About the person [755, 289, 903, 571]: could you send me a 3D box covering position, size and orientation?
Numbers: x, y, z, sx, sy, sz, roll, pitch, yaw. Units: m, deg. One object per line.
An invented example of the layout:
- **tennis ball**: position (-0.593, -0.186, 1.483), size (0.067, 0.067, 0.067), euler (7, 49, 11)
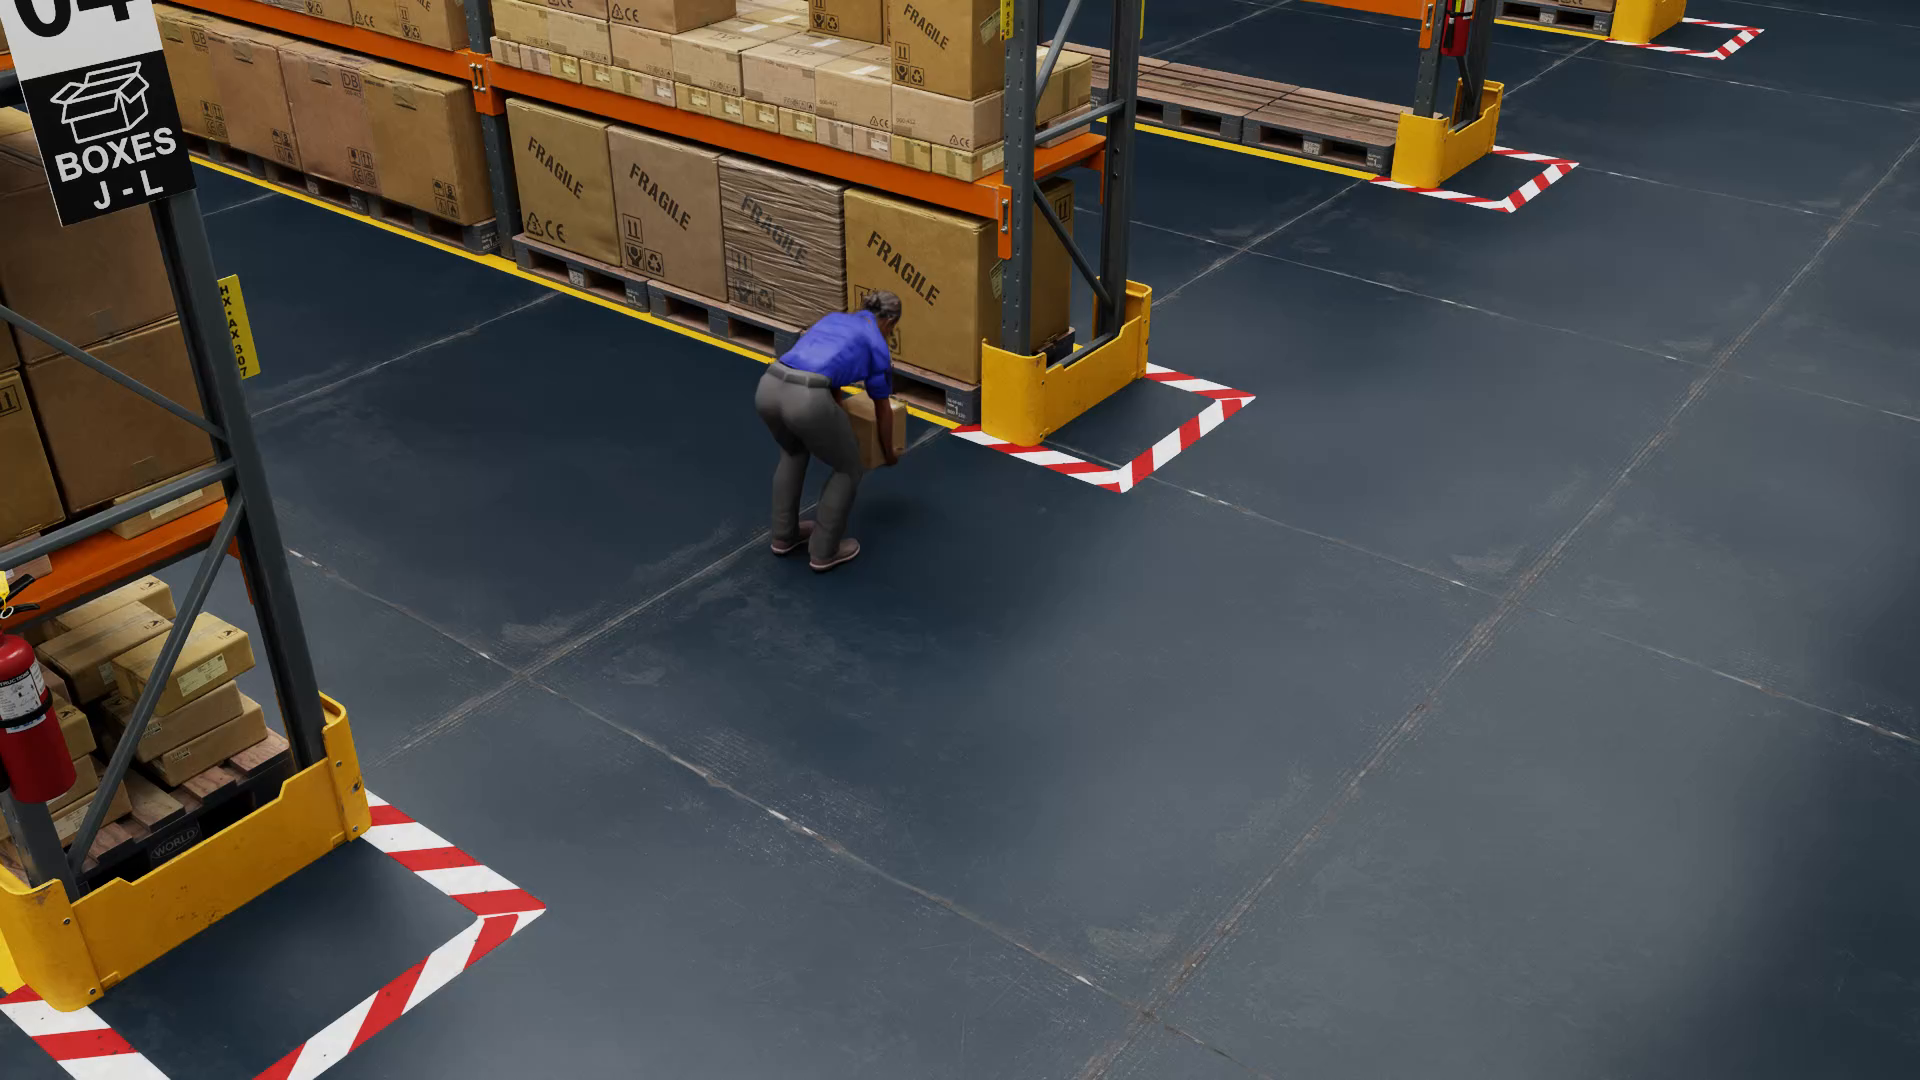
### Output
- **person**: position (-0.542, -0.509, 7.517), size (0.422, 1.112, 0.867), euler (20, 36, 30)
